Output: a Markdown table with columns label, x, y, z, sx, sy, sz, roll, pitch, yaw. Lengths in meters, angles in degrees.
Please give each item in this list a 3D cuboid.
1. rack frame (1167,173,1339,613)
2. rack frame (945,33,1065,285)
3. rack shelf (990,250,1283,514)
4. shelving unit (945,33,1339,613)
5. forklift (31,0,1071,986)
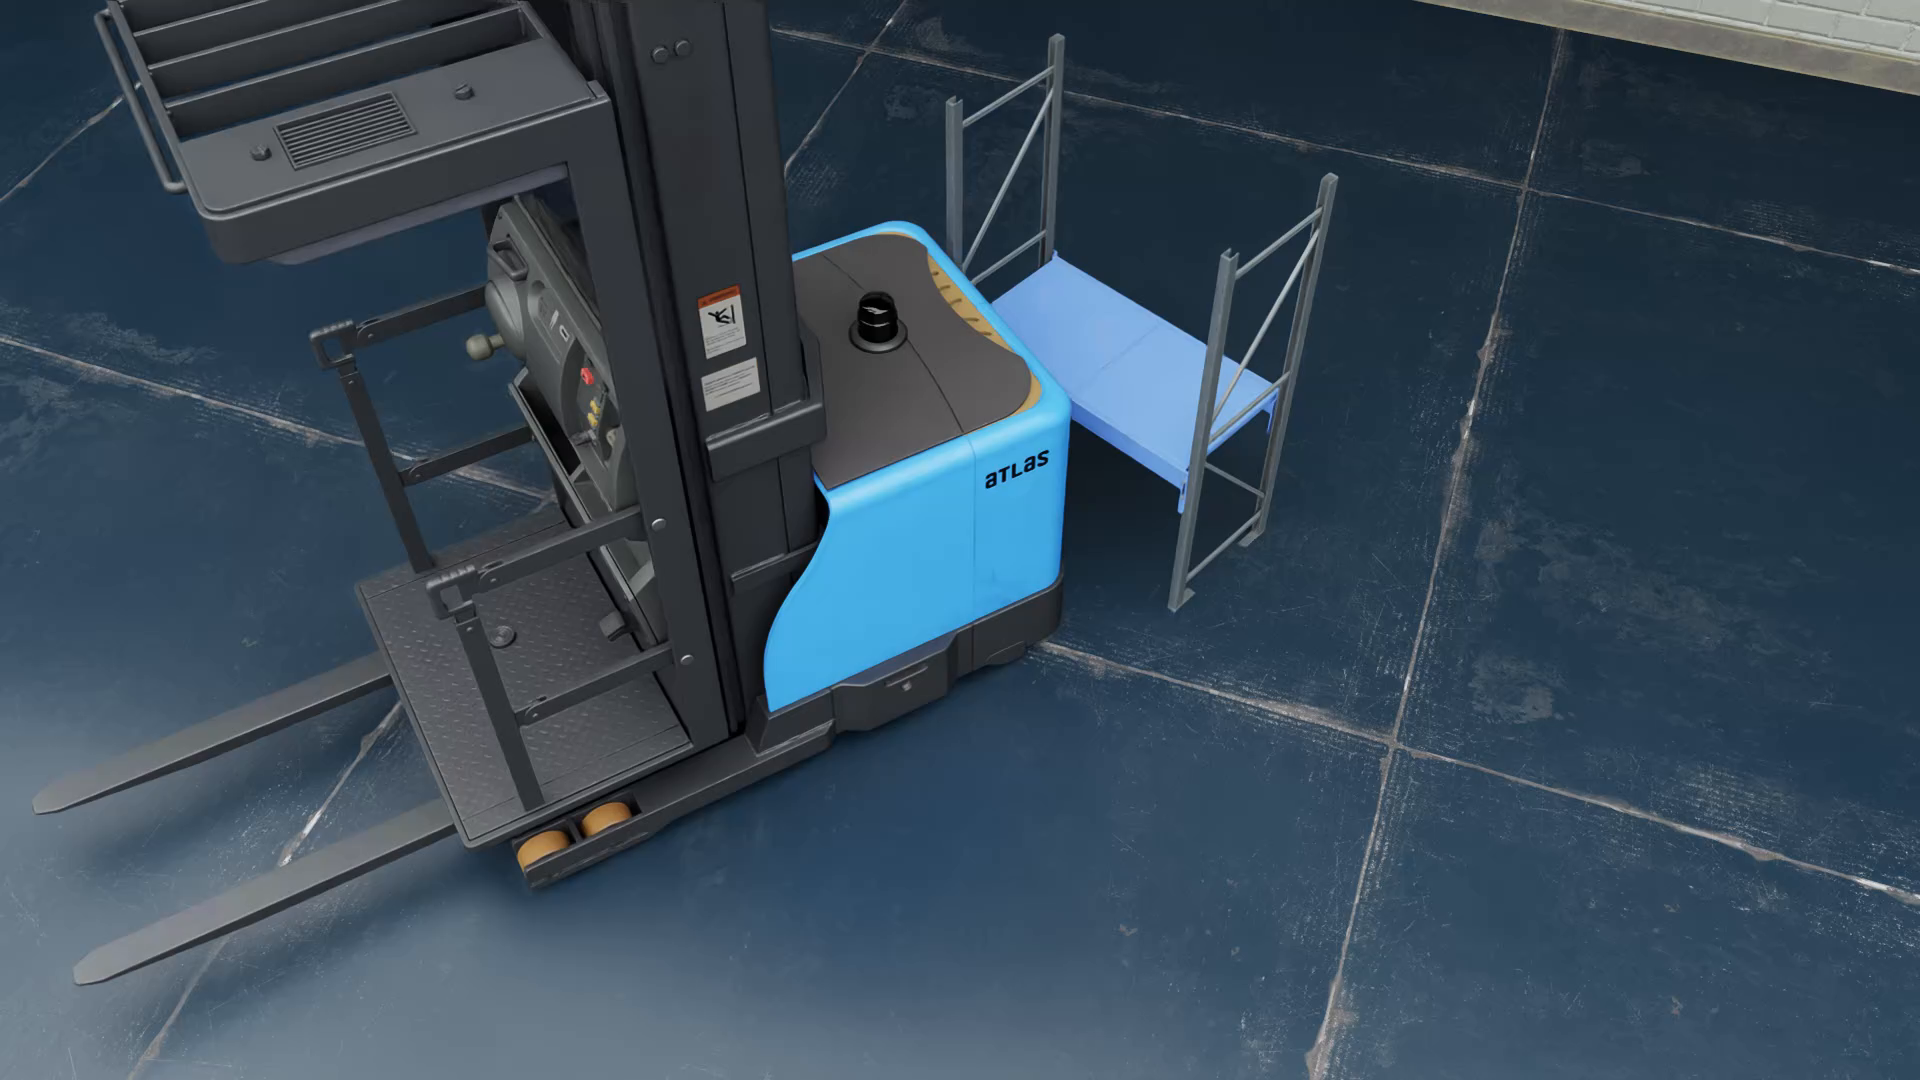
| label | x | y | z | sx | sy | sz | roll | pitch | yaw |
| --- | --- | --- | --- | --- | --- | --- | --- | --- | --- |
| rack frame | 0.876 | -0.394 | 5.099 | 0.032 | 1.500 | 0.500 | 36 | 58 | 27 |
| rack frame | 0.140 | -0.924 | 5.559 | 0.032 | 1.500 | 0.500 | 36 | 58 | 27 |
| rack shelf | 0.508 | -0.541 | 5.465 | 1.000 | 0.185 | 0.538 | 36 | 58 | 27 |
| shelving unit | 0.508 | -0.659 | 5.329 | 1.048 | 1.500 | 0.538 | 36 | 58 | 27 |
| forklift | -1.205 | -0.413 | 4.169 | 3.031 | 2.935 | 1.130 | -23 | 53 | -19 |
